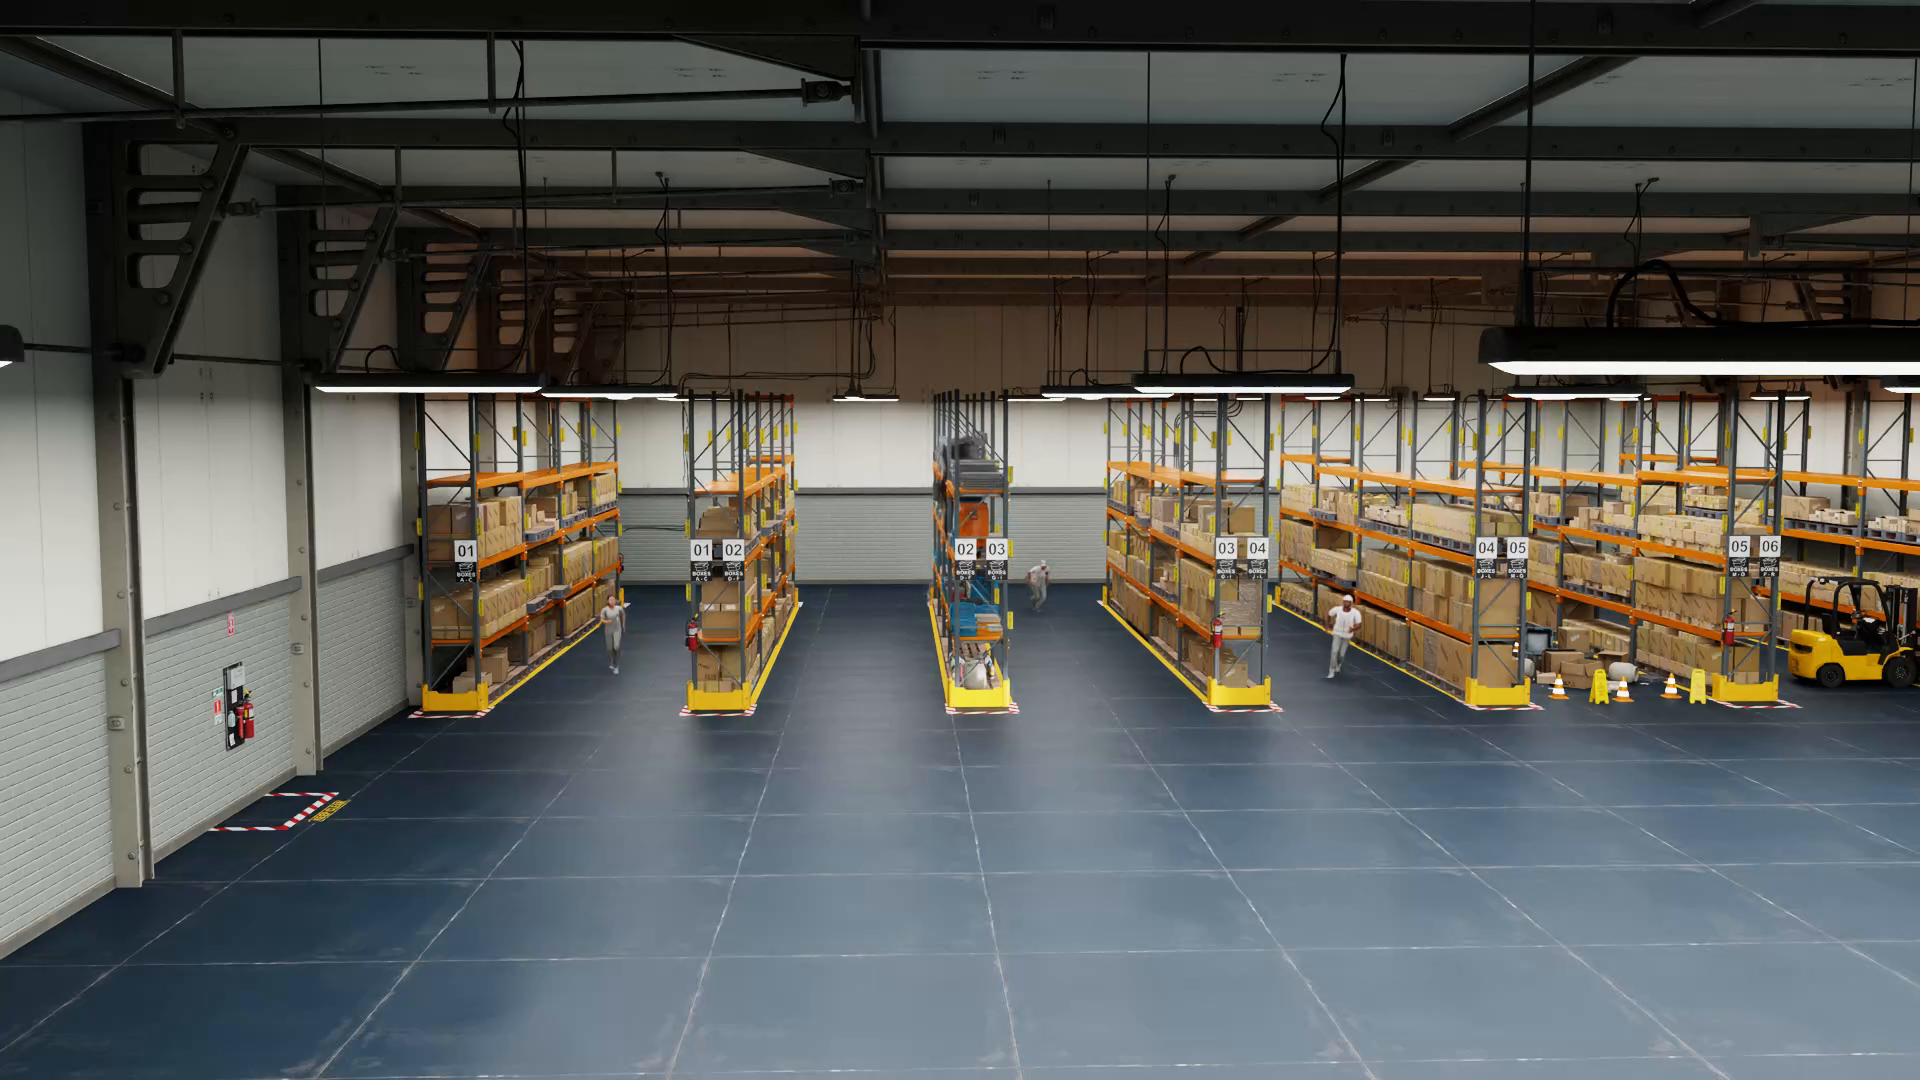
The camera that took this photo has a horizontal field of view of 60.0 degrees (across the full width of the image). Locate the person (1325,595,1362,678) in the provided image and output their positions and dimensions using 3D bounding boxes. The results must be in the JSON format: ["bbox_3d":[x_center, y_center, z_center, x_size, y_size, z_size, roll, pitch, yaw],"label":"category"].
[{"bbox_3d":[8.044,1.997,34.891,0.742,1.717,0.944,1,5,10],"label":"person"}]

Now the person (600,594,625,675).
[{"bbox_3d":[-7.398,2.002,35.433,0.505,1.713,0.818,-1,5,-8],"label":"person"}]

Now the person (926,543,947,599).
[{"bbox_3d":[-0.485,0.852,48.646,0.967,1.772,0.680,3,5,29],"label":"person"}]

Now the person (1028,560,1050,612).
[{"bbox_3d":[2.165,1.257,45.915,0.623,1.478,0.895,-2,5,-24],"label":"person"}]
